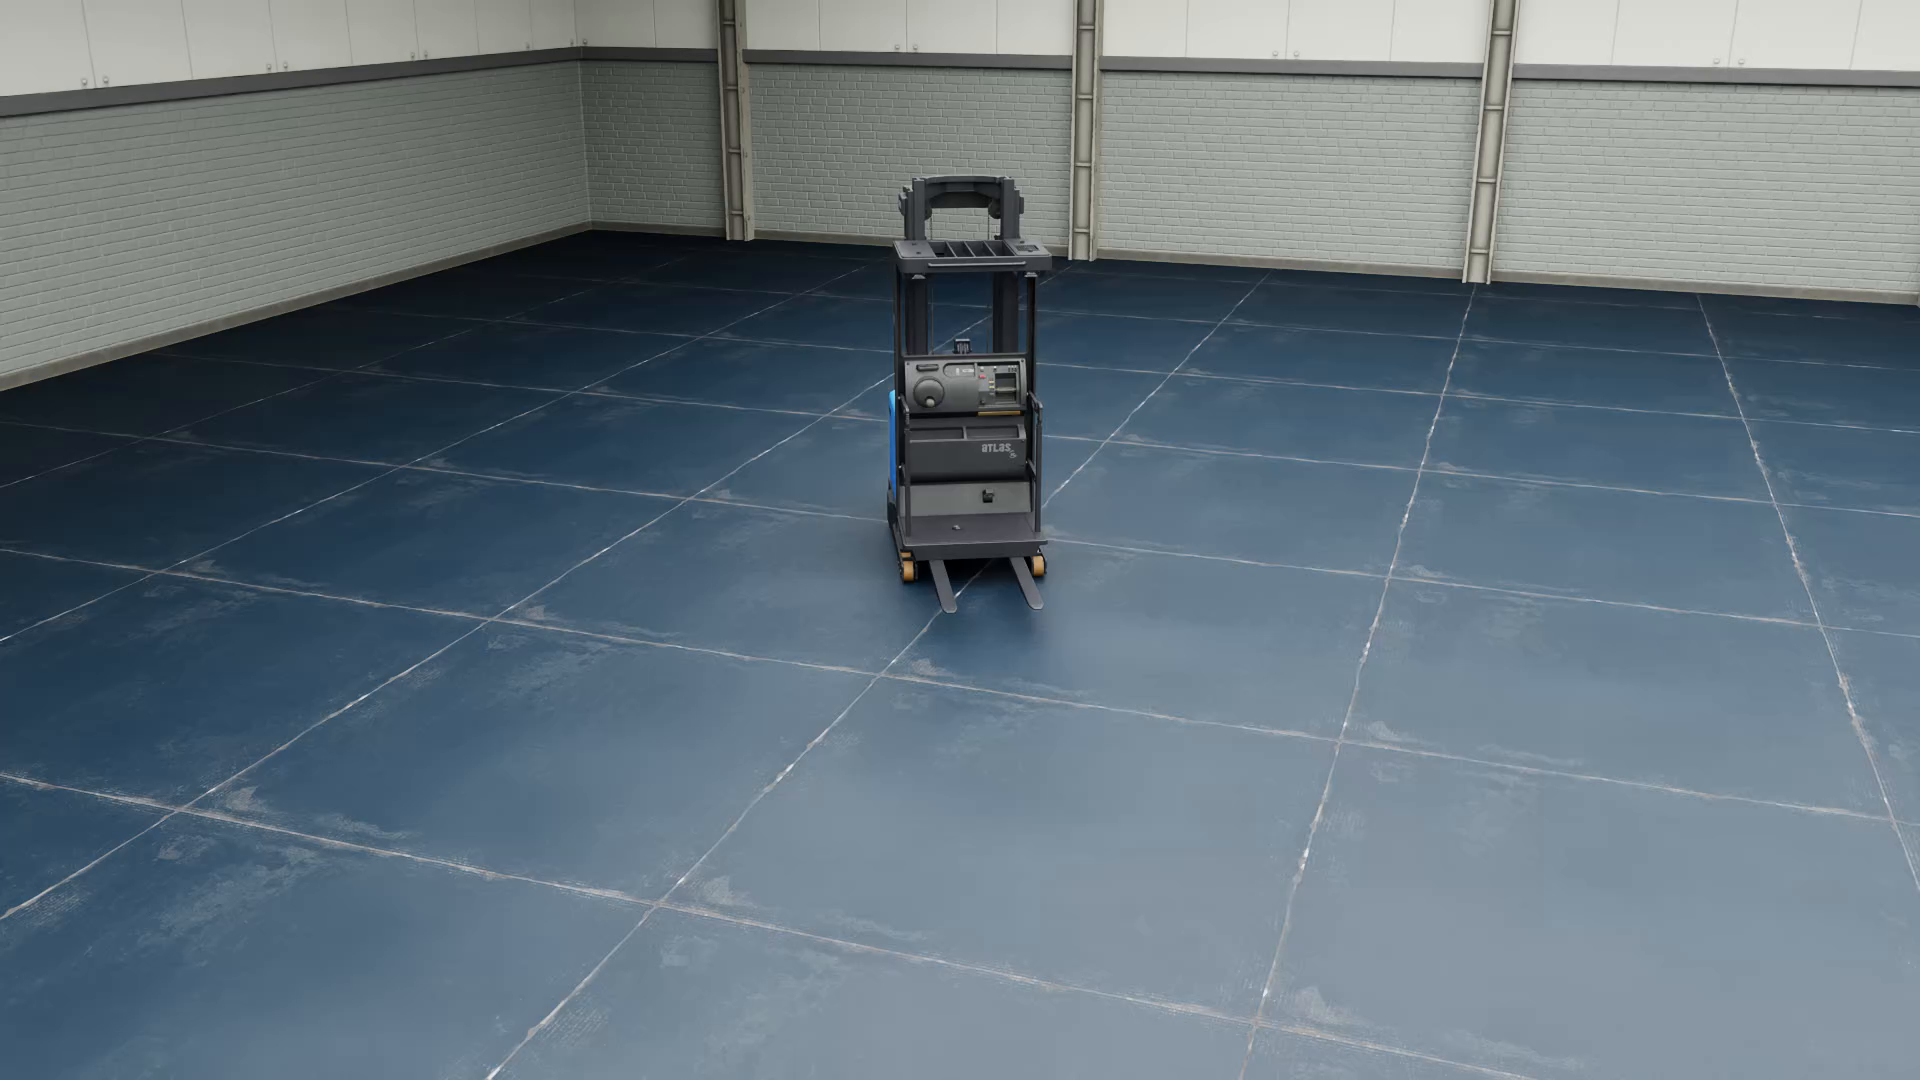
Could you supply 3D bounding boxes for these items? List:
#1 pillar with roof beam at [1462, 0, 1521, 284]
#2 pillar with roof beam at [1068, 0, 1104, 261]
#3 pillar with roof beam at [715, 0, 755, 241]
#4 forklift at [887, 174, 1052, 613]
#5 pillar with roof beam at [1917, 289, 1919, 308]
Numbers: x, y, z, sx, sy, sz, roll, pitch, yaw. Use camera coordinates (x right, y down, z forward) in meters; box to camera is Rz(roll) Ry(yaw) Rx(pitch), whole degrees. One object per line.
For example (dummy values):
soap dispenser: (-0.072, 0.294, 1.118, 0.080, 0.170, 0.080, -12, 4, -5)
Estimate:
pillar with roof beam: (6.201, -6.722, 19.189, 0.400, 9.000, 9.100, 7, 20, 18)
pillar with roof beam: (0.533, -7.370, 21.049, 0.400, 9.000, 9.100, 7, 20, 18)
pillar with roof beam: (-5.135, -8.018, 22.908, 0.400, 9.000, 9.100, 7, 20, 18)
forklift: (0.069, -1.180, 12.510, 1.130, 2.935, 3.031, -2, 19, -6)
pillar with roof beam: (11.868, -6.074, 17.330, 0.400, 9.000, 9.100, 7, 20, 18)
